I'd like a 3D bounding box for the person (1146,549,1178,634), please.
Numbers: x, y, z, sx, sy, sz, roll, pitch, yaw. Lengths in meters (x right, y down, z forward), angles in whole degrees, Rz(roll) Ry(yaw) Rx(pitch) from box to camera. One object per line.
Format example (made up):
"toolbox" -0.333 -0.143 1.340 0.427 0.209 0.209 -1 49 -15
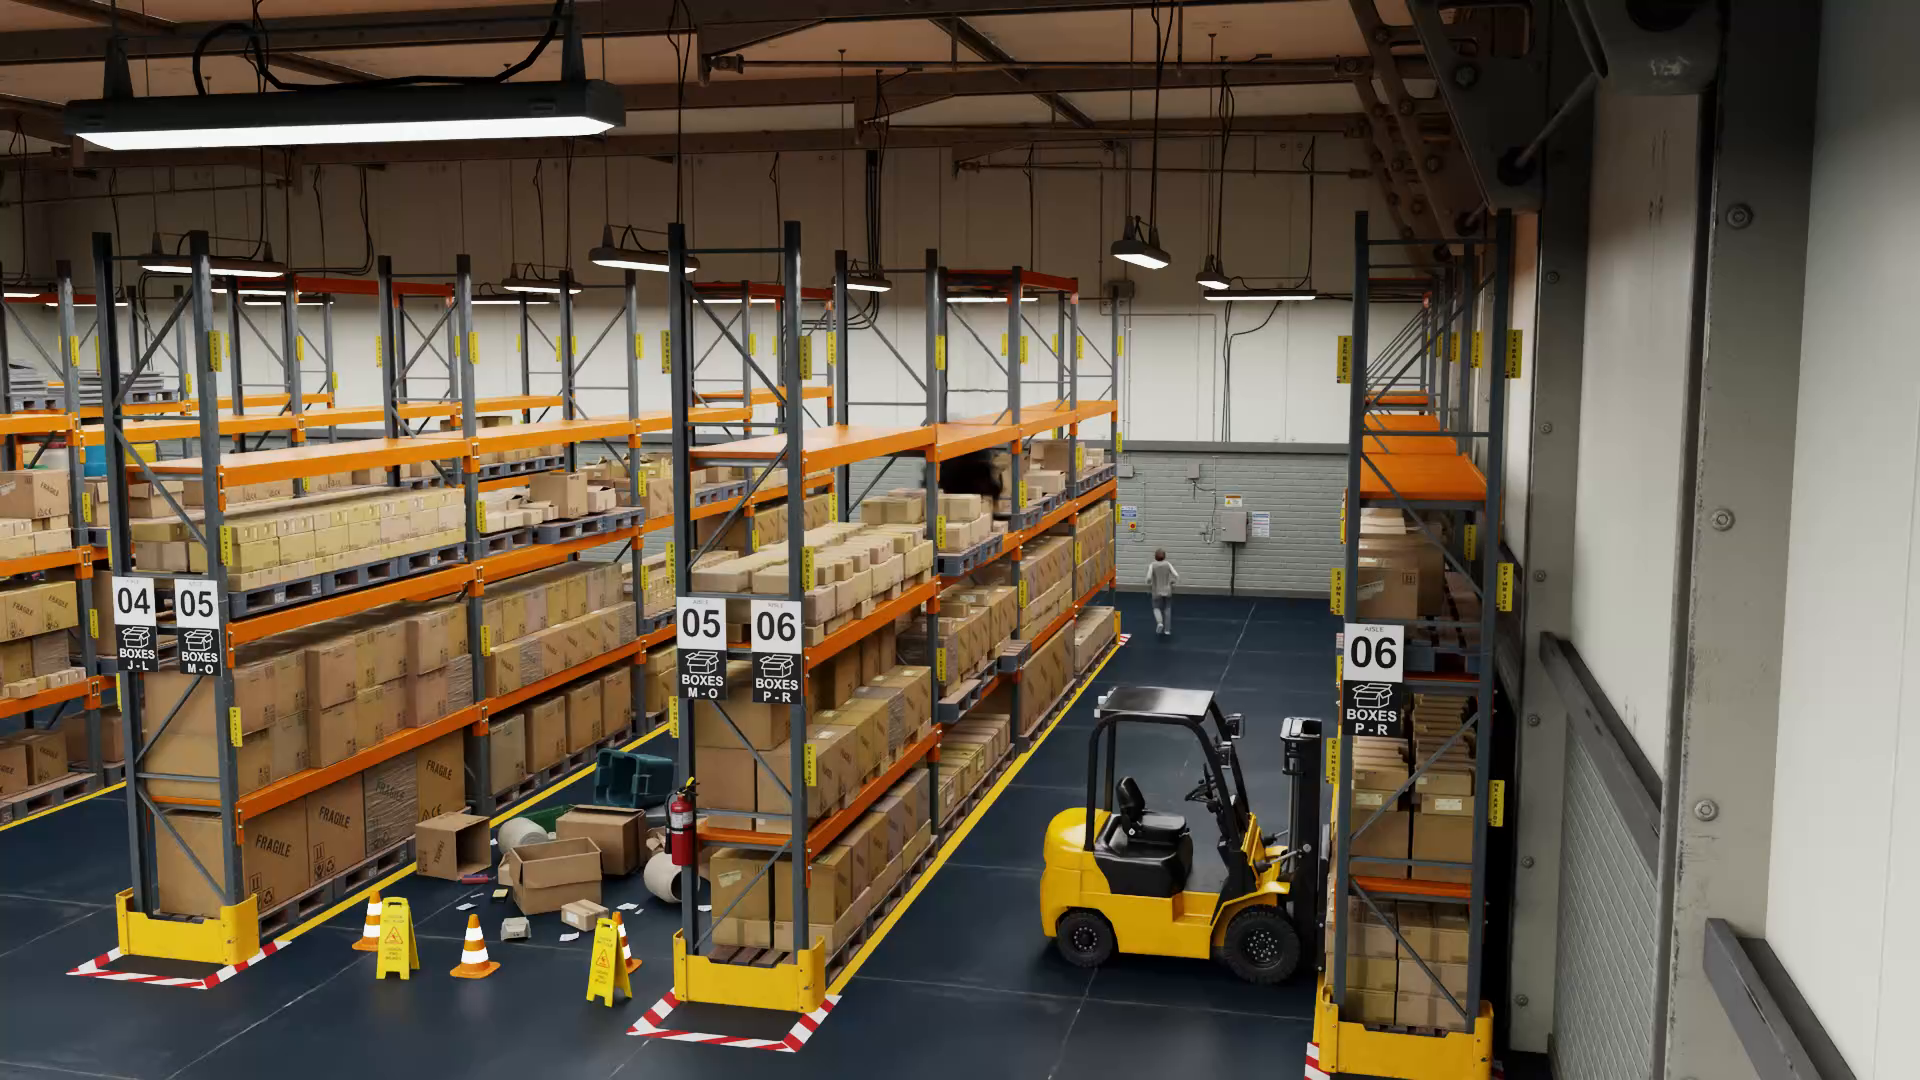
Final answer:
"person" 3.493 0.897 28.838 0.566 1.526 0.550 0 7 1
